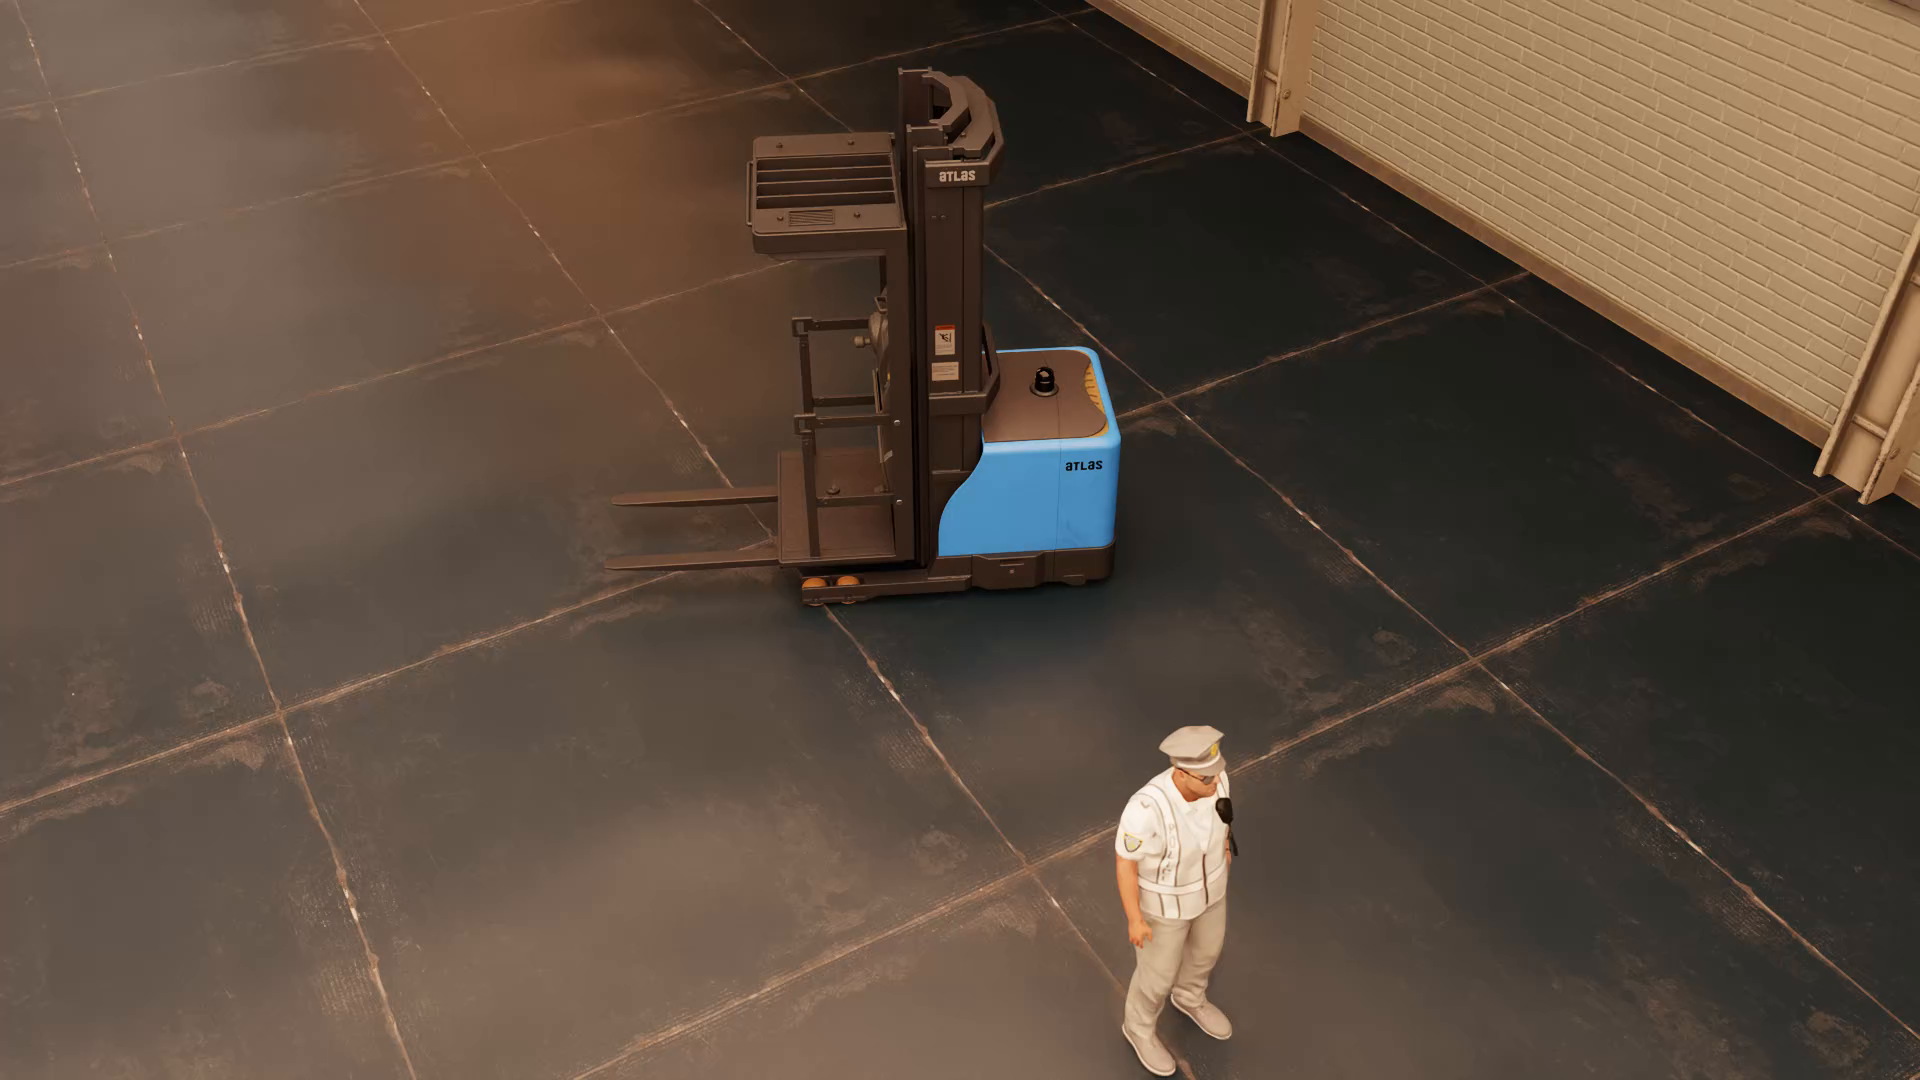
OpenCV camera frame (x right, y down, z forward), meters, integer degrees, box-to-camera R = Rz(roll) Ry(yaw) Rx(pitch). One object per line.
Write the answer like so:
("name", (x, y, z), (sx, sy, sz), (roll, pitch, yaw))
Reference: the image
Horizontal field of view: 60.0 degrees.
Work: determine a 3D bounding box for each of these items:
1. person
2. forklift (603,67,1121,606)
("person", (0.964, 1.524, 7.116), (0.622, 1.796, 0.493), (-25, 46, -27))
("forklift", (-0.622, -1.093, 9.354), (3.031, 2.935, 1.130), (-3, 40, -4))
